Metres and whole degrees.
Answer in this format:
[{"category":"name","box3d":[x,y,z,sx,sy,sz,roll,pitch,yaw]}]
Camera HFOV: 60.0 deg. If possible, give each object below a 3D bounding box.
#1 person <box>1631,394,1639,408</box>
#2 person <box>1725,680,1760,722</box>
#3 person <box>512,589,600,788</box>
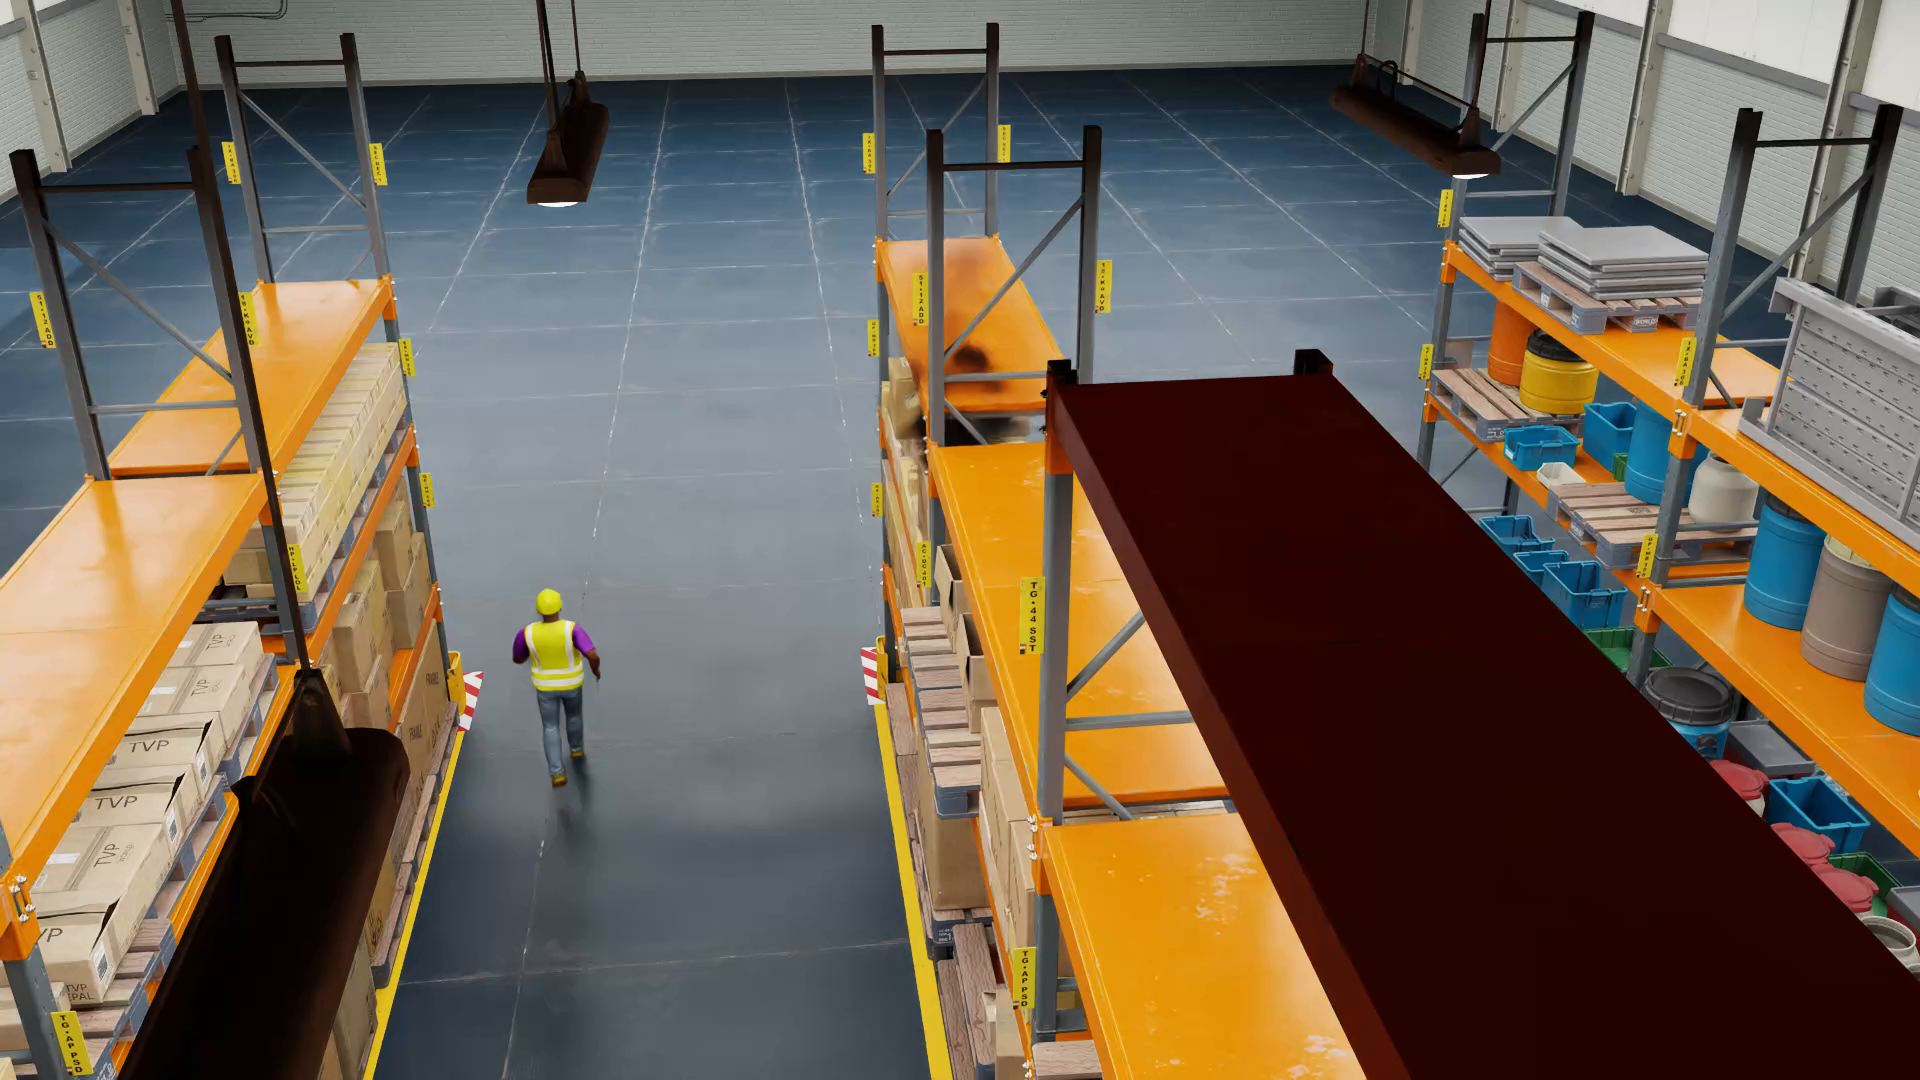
[{"category":"person","box3d":[7.393,-0.840,18.199,0.880,1.835,0.688,9,27,18]},{"category":"person","box3d":[6.773,1.155,14.238,0.519,1.644,0.722,-12,28,-24]},{"category":"person","box3d":[-3.346,1.192,13.882,0.715,1.749,0.988,-5,26,-10]}]
